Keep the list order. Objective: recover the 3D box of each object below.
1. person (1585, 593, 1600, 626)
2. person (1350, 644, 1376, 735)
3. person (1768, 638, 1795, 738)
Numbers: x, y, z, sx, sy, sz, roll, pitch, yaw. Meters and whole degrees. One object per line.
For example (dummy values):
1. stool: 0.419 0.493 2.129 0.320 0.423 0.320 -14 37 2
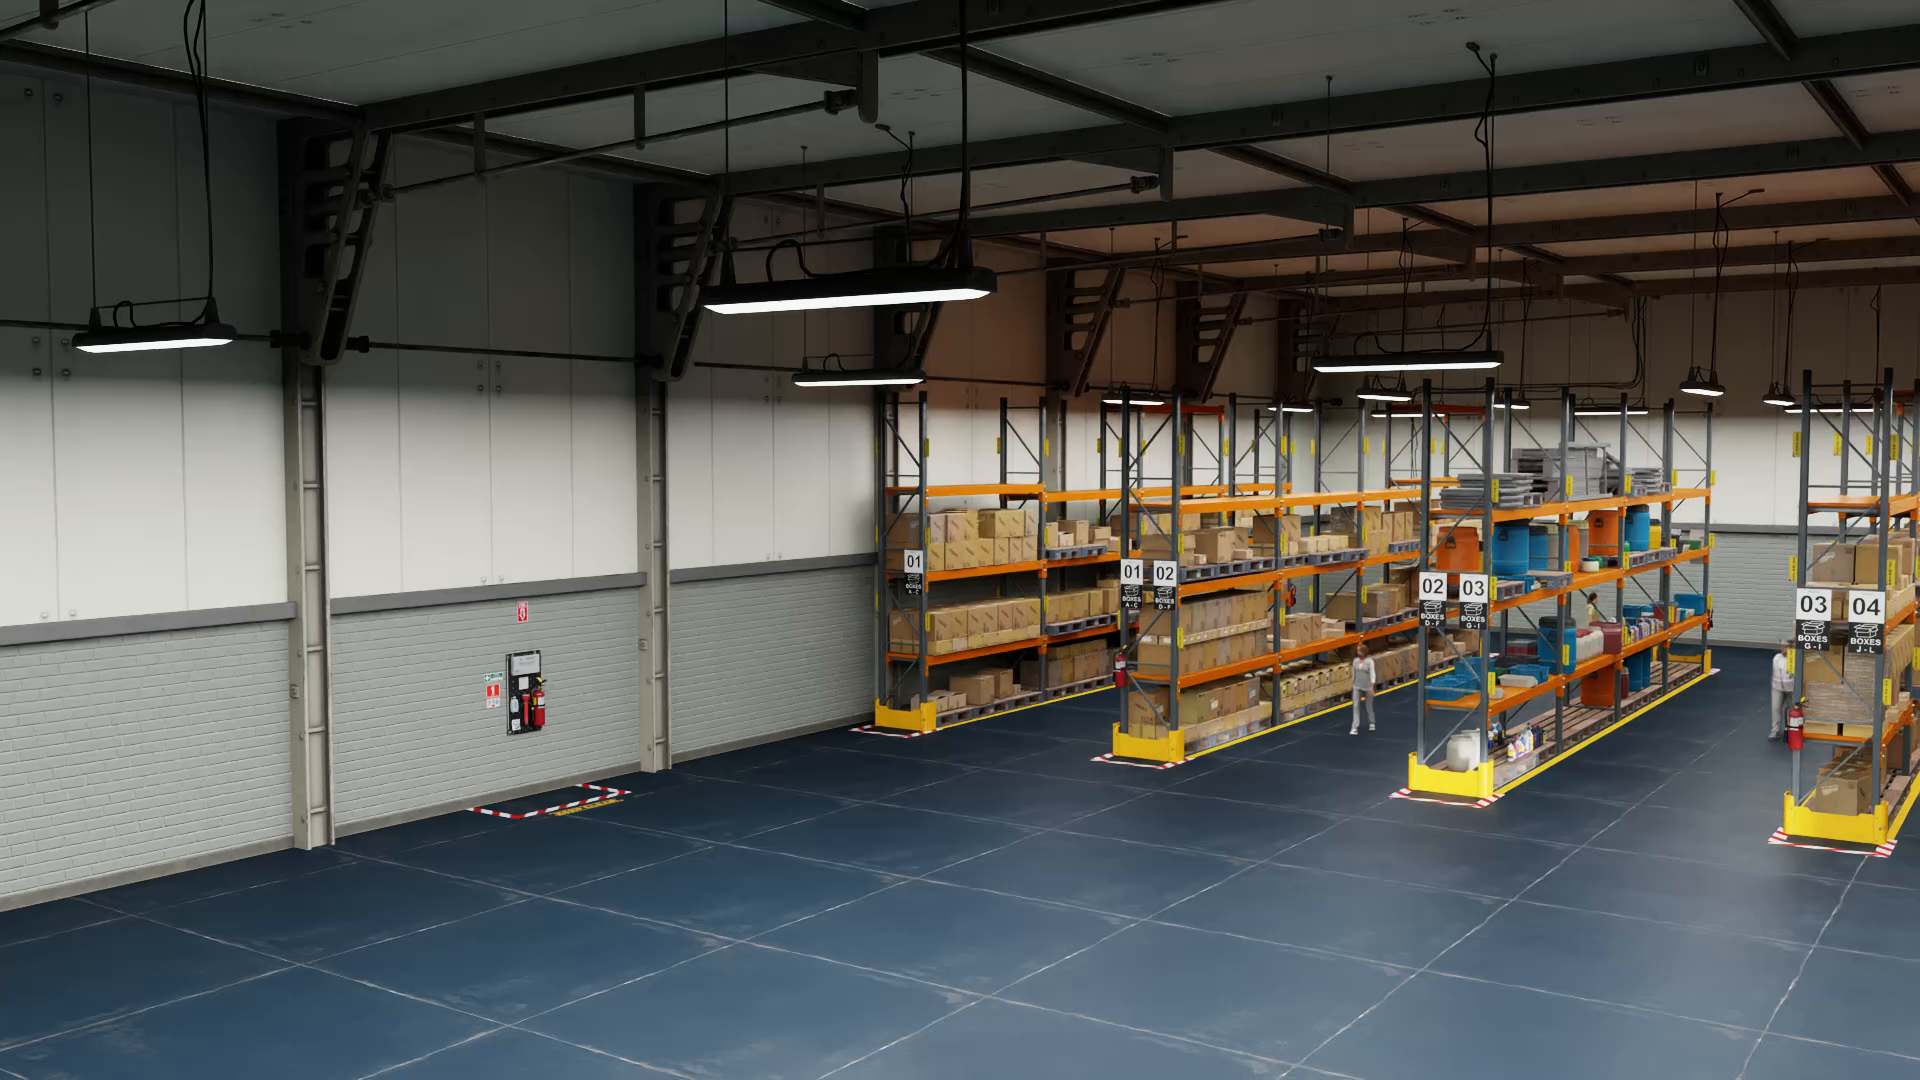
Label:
1. person: 14.527 2.043 38.286 0.457 1.670 0.490 0 3 7
2. person: 7.027 2.600 28.988 0.454 1.556 0.888 2 4 30
3. person: 14.220 2.538 28.612 0.532 1.705 1.084 2 4 35
